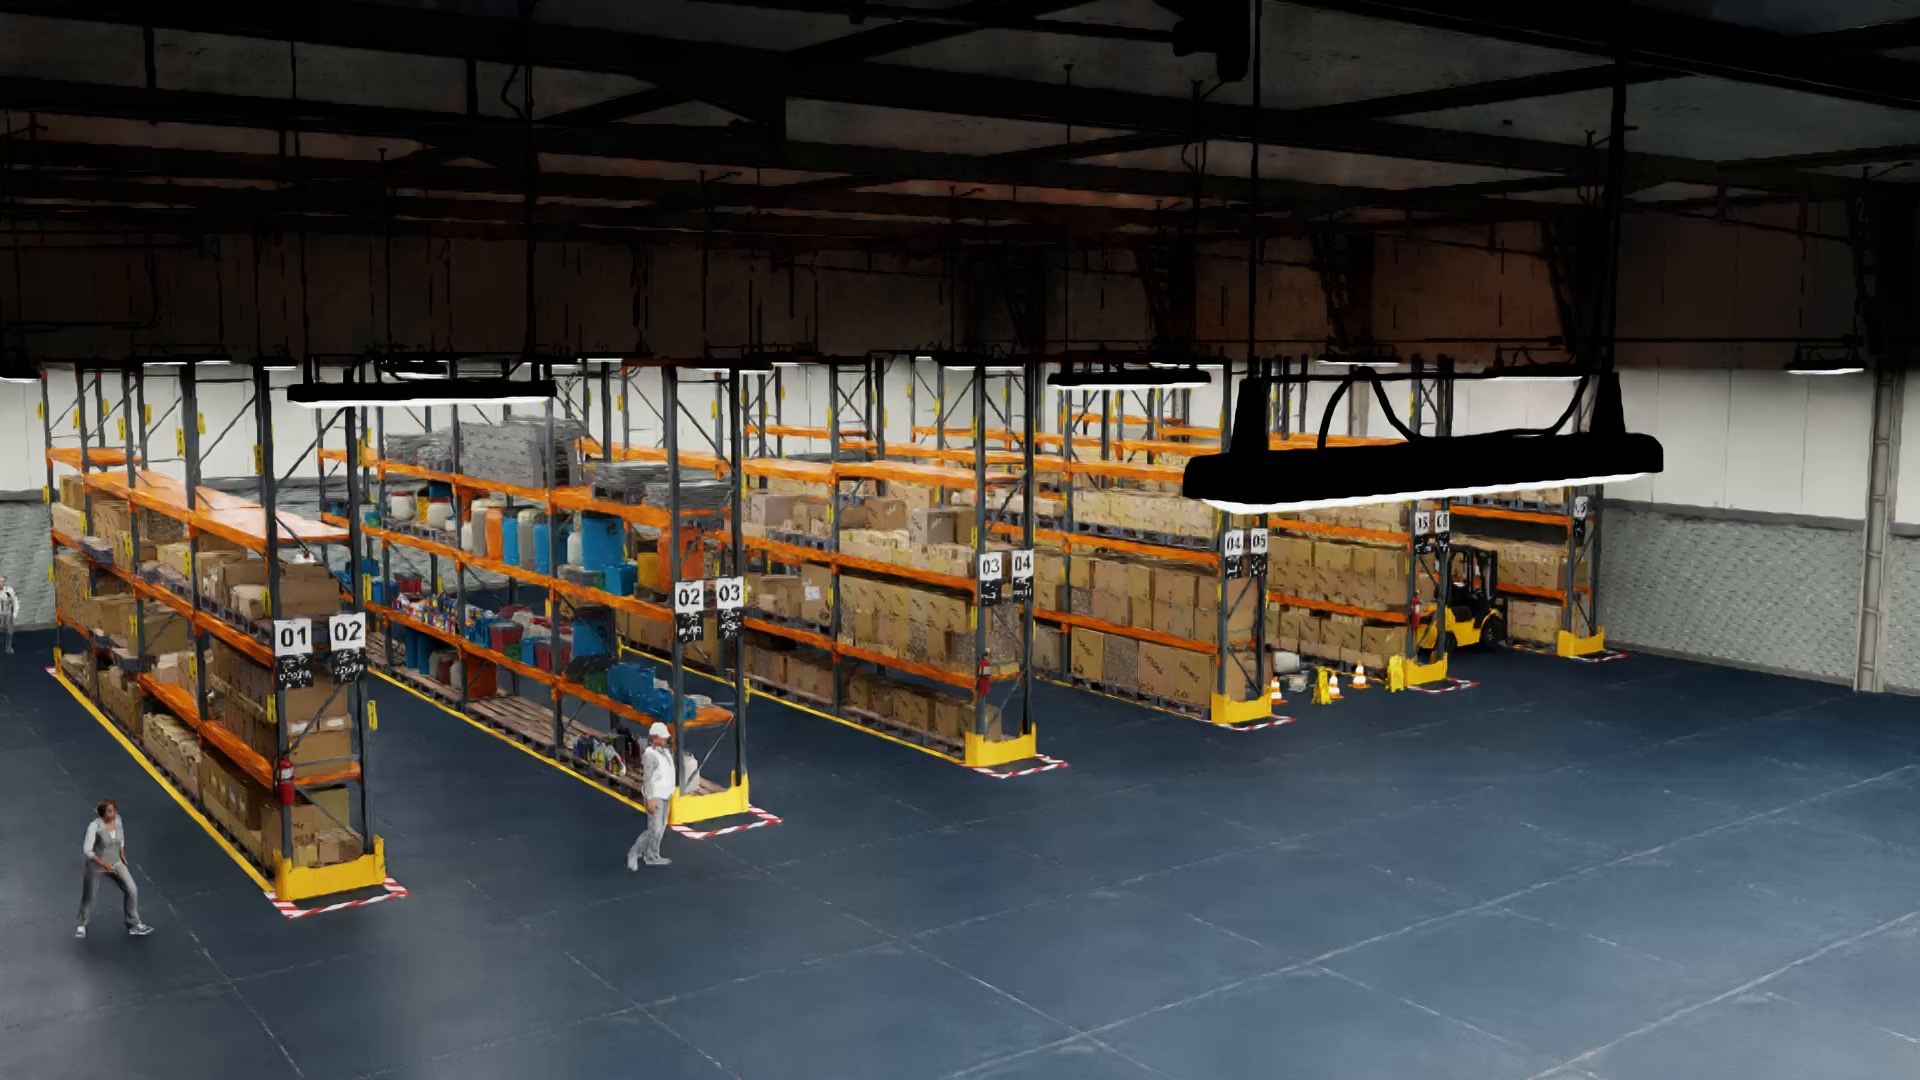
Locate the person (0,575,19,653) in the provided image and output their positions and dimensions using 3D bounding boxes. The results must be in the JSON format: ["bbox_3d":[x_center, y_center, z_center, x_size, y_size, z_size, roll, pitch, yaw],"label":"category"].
[{"bbox_3d":[-19.375,1.498,33.613,0.639,1.632,0.512,-5,9,-37],"label":"person"}]

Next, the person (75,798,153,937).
[{"bbox_3d":[-9.058,3.452,17.638,0.774,1.530,0.569,5,8,35],"label":"person"}]

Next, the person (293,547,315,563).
[{"bbox_3d":[-14.993,0.908,38.043,0.849,1.718,0.701,5,9,37],"label":"person"}]

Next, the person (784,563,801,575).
[{"bbox_3d":[-4.569,0.118,44.589,0.581,1.740,0.584,0,7,0],"label":"person"}]

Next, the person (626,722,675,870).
[{"bbox_3d":[-3.712,3.065,19.934,0.515,1.761,0.690,2,7,13],"label":"person"}]
